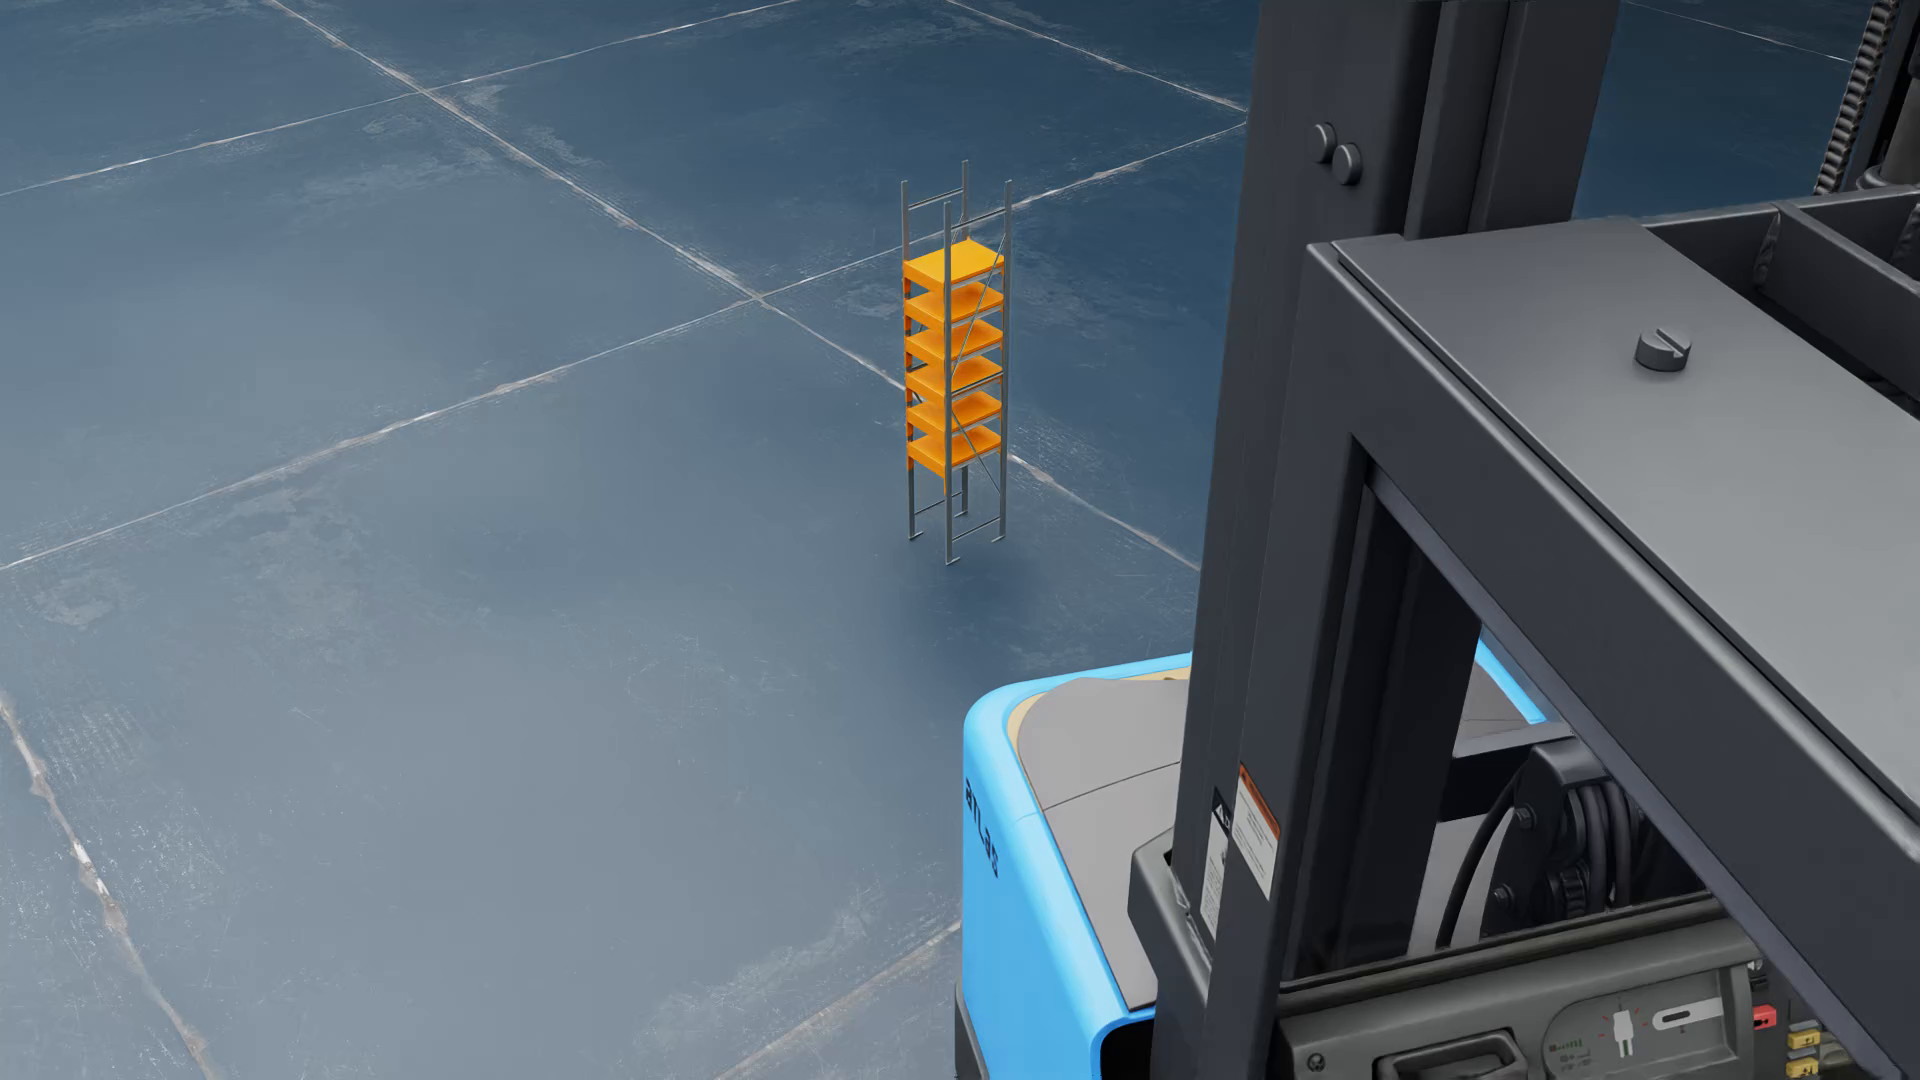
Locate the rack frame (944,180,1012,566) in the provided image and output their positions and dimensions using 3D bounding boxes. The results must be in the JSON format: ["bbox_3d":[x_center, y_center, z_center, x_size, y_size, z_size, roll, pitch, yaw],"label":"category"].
[{"bbox_3d":[0.050,-0.456,4.855,0.240,1.200,0.006,-26,43,-32],"label":"rack frame"}]

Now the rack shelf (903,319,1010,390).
[{"bbox_3d":[-0.009,-0.558,4.869,0.258,0.103,0.180,-26,43,-32],"label":"rack shelf"}]

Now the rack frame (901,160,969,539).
[{"bbox_3d":[-0.068,-0.536,4.969,0.240,1.200,0.006,-26,43,-32],"label":"rack frame"}]

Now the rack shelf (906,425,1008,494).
[{"bbox_3d":[-0.009,-0.264,5.077,0.258,0.103,0.180,-26,43,-32],"label":"rack shelf"}]

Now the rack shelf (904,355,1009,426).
[{"bbox_3d":[-0.009,-0.460,4.938,0.258,0.103,0.180,-26,43,-32],"label":"rack shelf"}]

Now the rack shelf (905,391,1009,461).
[{"bbox_3d":[-0.009,-0.362,5.007,0.258,0.103,0.180,-26,43,-32],"label":"rack shelf"}]

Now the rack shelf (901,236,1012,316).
[{"bbox_3d":[-0.009,-0.754,4.730,0.258,0.103,0.180,-26,43,-32],"label":"rack shelf"}]

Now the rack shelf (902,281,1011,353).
[{"bbox_3d":[-0.009,-0.656,4.799,0.258,0.103,0.180,-26,43,-32],"label":"rack shelf"}]

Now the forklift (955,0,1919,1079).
[{"bbox_3d":[0.864,0.703,1.722,1.130,2.935,3.031,-9,36,-12],"label":"forklift"}]

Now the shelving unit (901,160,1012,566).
[{"bbox_3d":[-0.009,-0.496,4.912,0.258,1.200,0.189,-26,43,-32],"label":"shelving unit"}]
